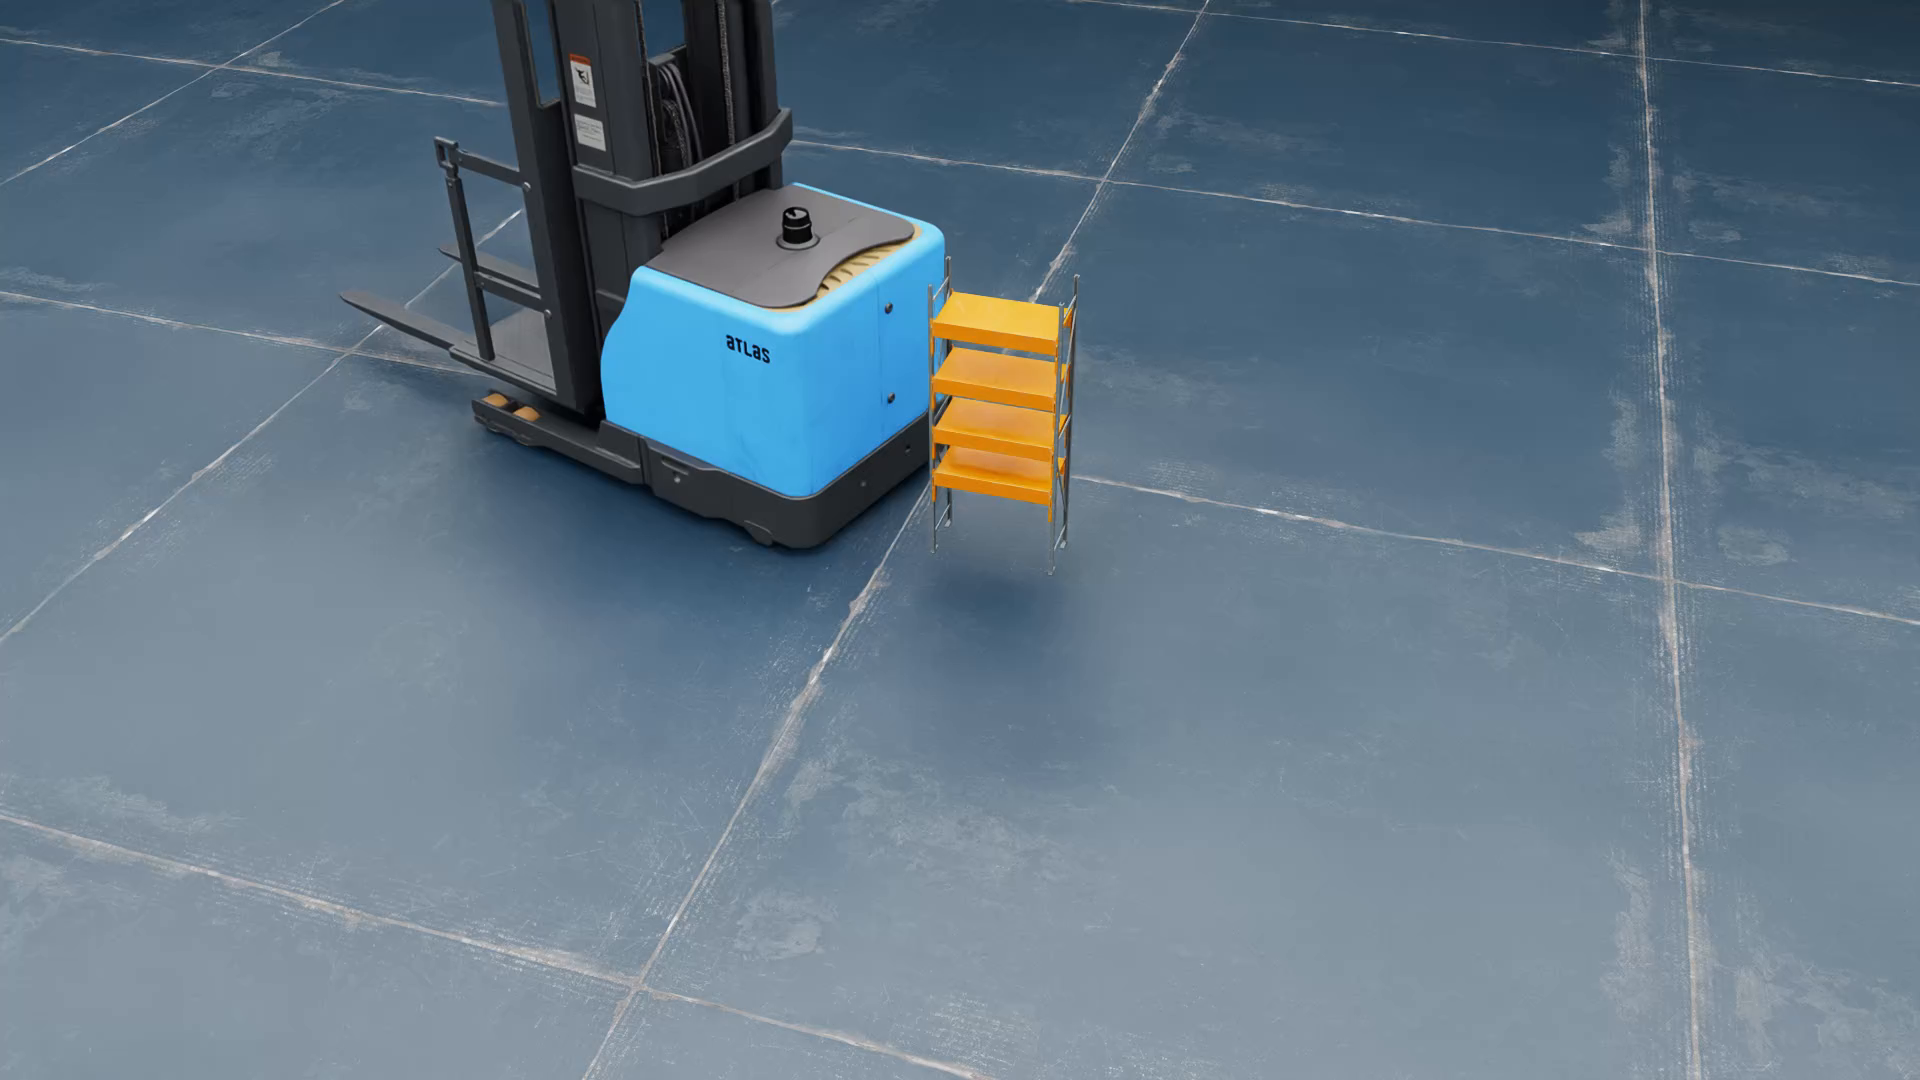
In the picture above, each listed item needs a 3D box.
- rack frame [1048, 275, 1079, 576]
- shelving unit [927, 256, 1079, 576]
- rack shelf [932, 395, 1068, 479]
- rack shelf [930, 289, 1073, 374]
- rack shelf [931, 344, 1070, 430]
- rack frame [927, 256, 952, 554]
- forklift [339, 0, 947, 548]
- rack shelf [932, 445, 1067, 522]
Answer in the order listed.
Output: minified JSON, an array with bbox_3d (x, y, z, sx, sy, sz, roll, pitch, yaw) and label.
[{"bbox_3d":[0.391,-0.411,6.296,0.015,1.200,0.240,10,38,14],"label":"rack frame"},{"bbox_3d":[0.158,-0.454,6.355,0.503,1.200,0.258,10,38,14],"label":"shelving unit"},{"bbox_3d":[0.158,-0.400,6.394,0.480,0.148,0.258,10,38,14],"label":"rack shelf"},{"bbox_3d":[0.158,-0.770,6.122,0.480,0.148,0.258,10,38,14],"label":"rack shelf"},{"bbox_3d":[0.158,-0.580,6.262,0.480,0.148,0.258,10,38,14],"label":"rack shelf"},{"bbox_3d":[-0.075,-0.497,6.413,0.015,1.200,0.240,10,38,14],"label":"rack frame"},{"bbox_3d":[-1.548,-1.831,6.764,3.031,2.935,1.130,22,42,27],"label":"forklift"},{"bbox_3d":[0.158,-0.240,6.512,0.480,0.148,0.258,10,38,14],"label":"rack shelf"}]
